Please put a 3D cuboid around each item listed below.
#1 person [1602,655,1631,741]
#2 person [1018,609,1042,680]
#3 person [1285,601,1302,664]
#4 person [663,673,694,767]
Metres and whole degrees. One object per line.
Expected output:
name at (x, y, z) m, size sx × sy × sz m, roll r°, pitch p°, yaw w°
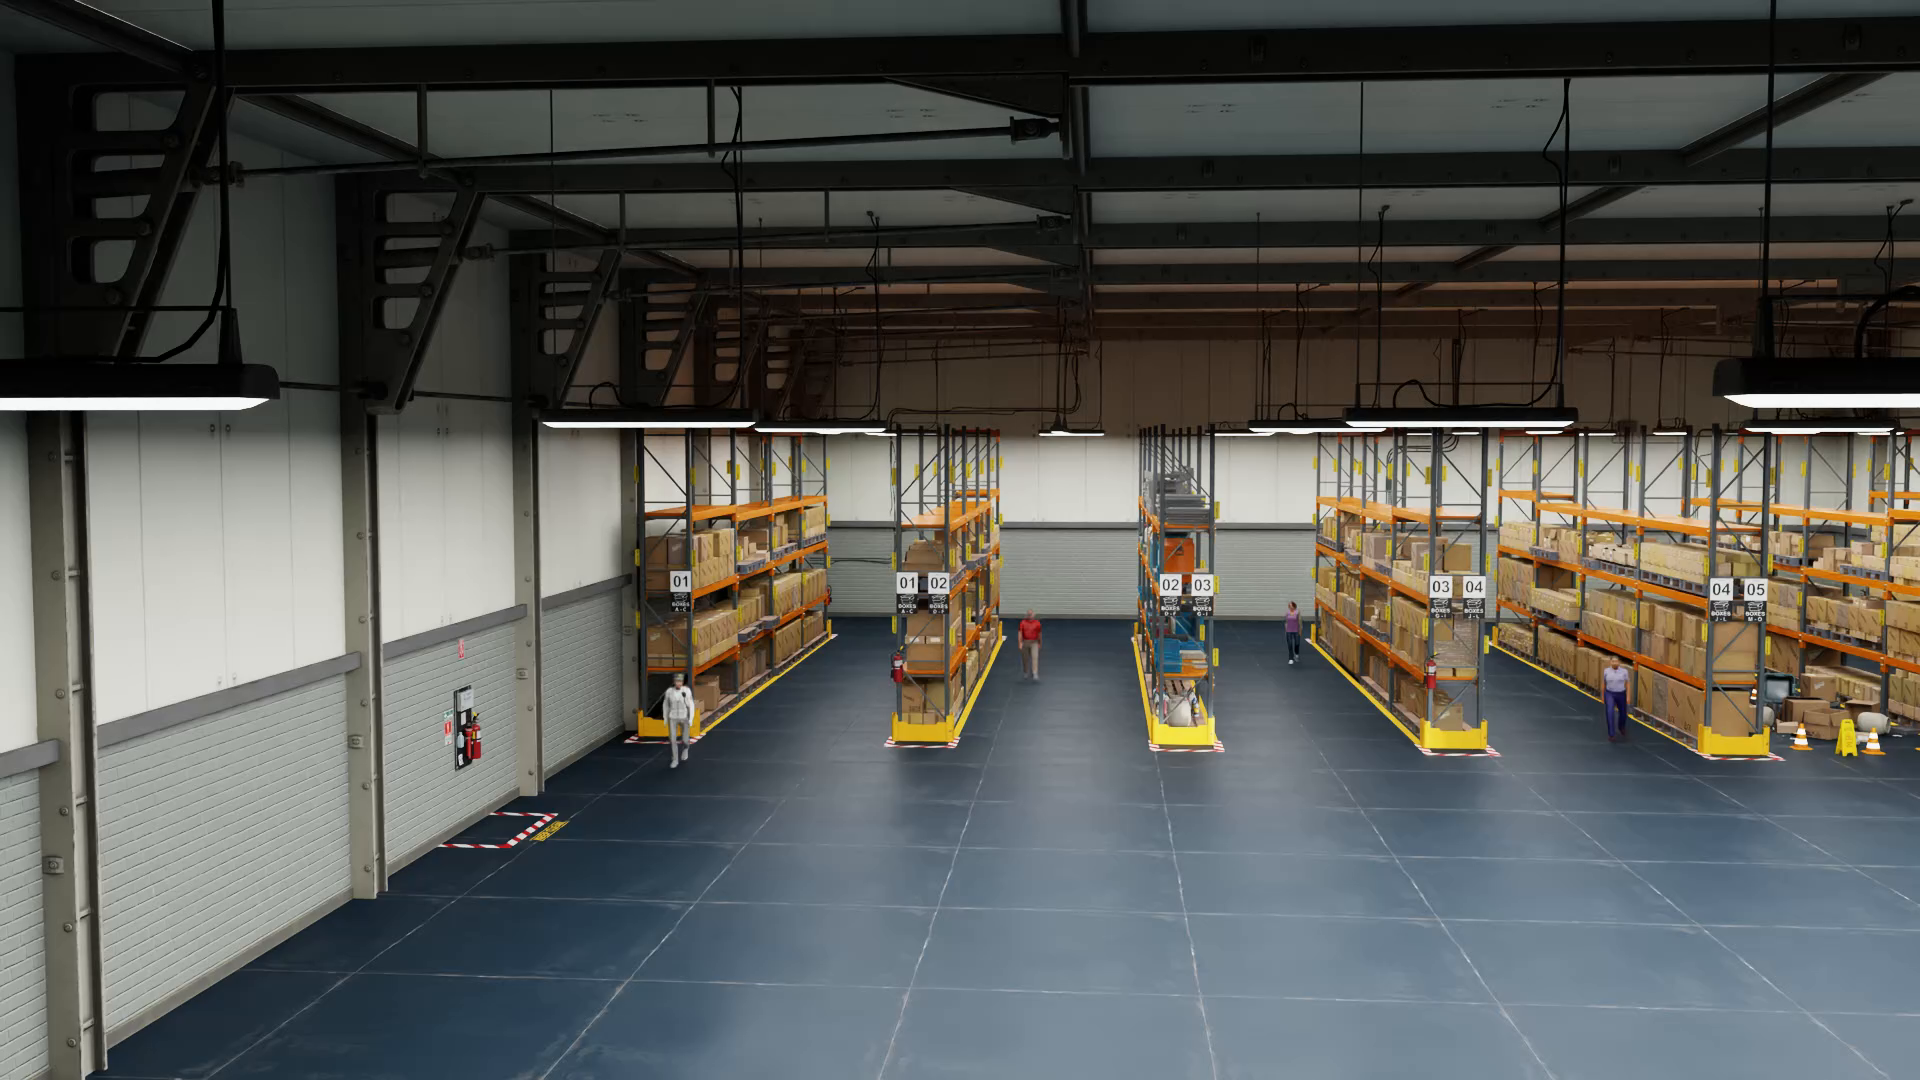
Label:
person at (12.503, 3.001, 31.683) m, size 0.504 × 1.589 × 0.832 m, roll 1°, pitch 4°, yaw 19°
person at (1.640, 2.478, 39.277) m, size 0.547 × 1.666 × 1.085 m, roll 0°, pitch 3°, yaw 7°
person at (8.485, 2.343, 42.276) m, size 0.445 × 1.589 × 0.459 m, roll 1°, pitch 4°, yaw 16°
person at (-4.939, 3.131, 29.180) m, size 0.547 × 1.654 × 0.553 m, roll 0°, pitch 3°, yaw -6°
